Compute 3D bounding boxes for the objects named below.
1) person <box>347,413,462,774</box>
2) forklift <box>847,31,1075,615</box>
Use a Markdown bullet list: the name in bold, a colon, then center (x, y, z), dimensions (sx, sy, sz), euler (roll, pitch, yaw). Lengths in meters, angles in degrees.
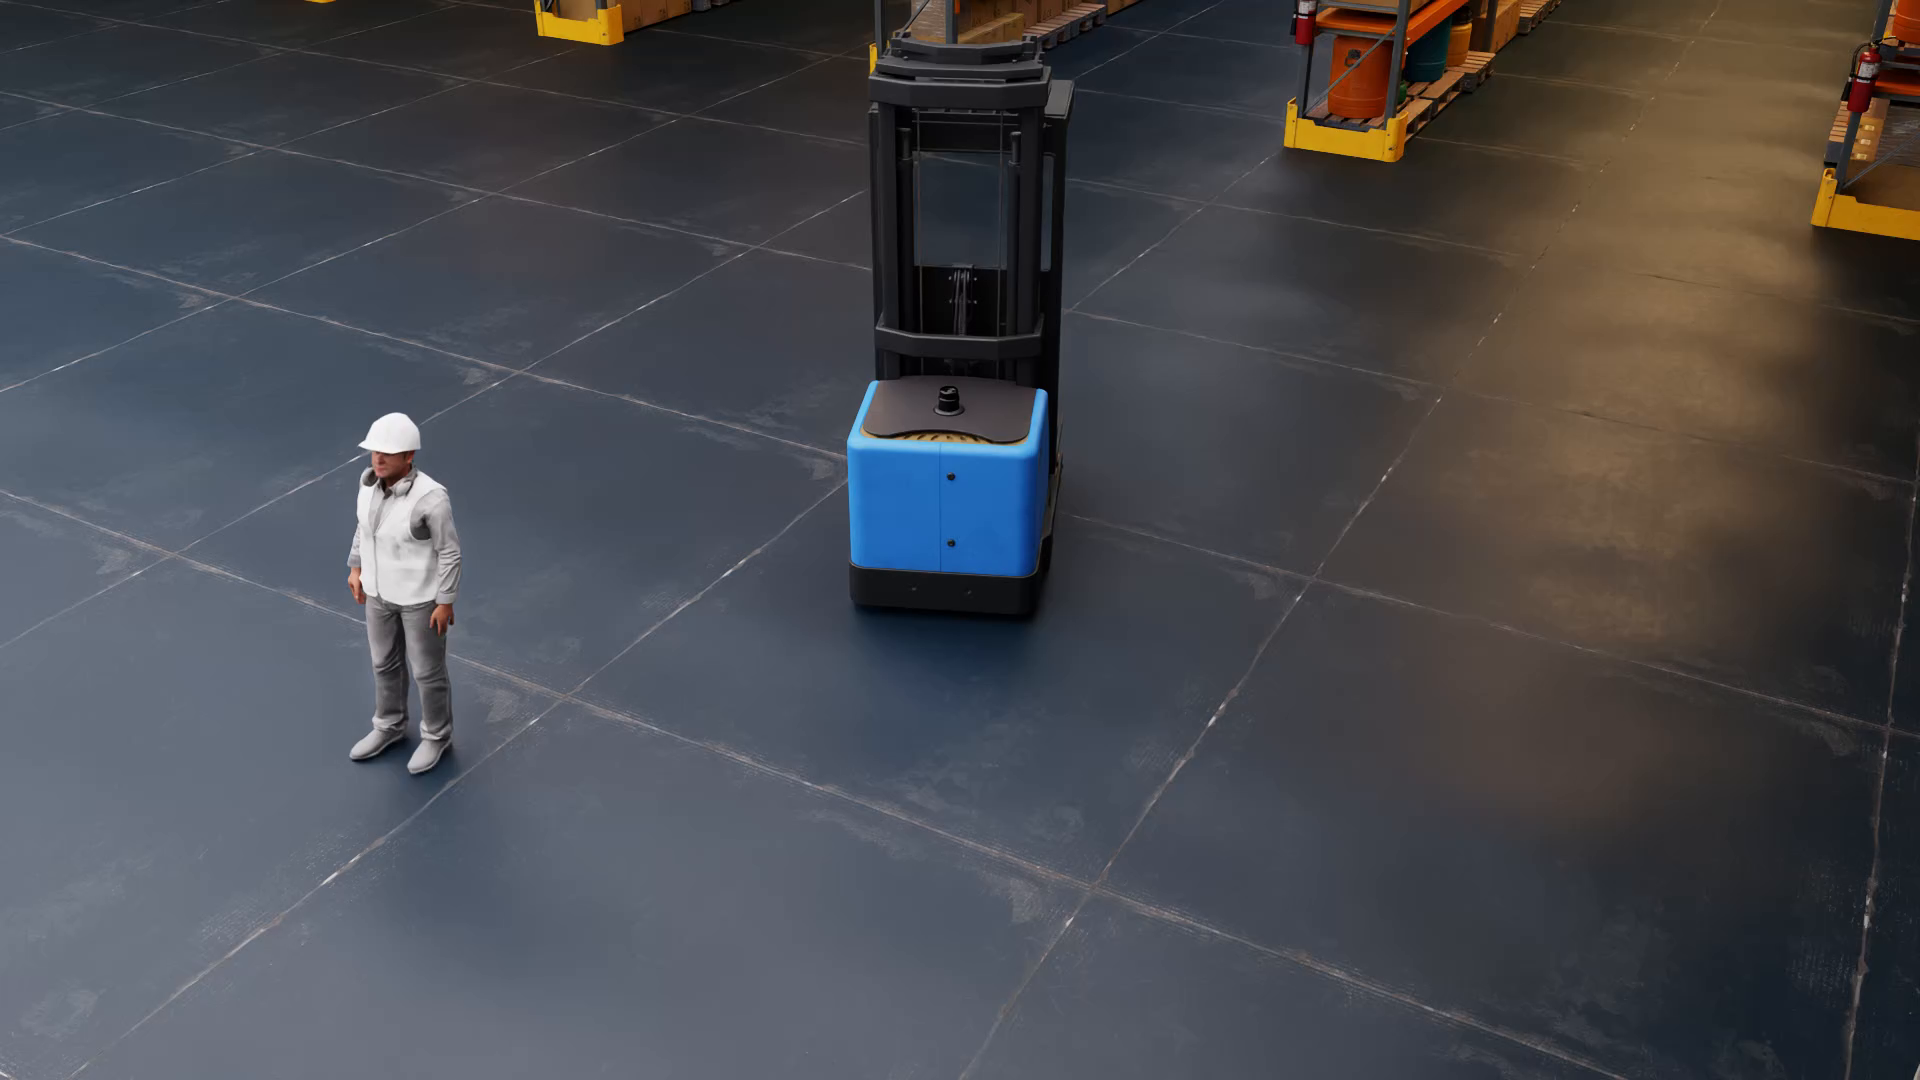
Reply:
- **person**: center (-2.632, 0.258, 7.779), dimensions (0.620, 1.783, 0.535), euler (16, 33, 25)
- **forklift**: center (0.072, -1.572, 9.794), dimensions (1.130, 2.935, 3.031), euler (3, 30, 6)
